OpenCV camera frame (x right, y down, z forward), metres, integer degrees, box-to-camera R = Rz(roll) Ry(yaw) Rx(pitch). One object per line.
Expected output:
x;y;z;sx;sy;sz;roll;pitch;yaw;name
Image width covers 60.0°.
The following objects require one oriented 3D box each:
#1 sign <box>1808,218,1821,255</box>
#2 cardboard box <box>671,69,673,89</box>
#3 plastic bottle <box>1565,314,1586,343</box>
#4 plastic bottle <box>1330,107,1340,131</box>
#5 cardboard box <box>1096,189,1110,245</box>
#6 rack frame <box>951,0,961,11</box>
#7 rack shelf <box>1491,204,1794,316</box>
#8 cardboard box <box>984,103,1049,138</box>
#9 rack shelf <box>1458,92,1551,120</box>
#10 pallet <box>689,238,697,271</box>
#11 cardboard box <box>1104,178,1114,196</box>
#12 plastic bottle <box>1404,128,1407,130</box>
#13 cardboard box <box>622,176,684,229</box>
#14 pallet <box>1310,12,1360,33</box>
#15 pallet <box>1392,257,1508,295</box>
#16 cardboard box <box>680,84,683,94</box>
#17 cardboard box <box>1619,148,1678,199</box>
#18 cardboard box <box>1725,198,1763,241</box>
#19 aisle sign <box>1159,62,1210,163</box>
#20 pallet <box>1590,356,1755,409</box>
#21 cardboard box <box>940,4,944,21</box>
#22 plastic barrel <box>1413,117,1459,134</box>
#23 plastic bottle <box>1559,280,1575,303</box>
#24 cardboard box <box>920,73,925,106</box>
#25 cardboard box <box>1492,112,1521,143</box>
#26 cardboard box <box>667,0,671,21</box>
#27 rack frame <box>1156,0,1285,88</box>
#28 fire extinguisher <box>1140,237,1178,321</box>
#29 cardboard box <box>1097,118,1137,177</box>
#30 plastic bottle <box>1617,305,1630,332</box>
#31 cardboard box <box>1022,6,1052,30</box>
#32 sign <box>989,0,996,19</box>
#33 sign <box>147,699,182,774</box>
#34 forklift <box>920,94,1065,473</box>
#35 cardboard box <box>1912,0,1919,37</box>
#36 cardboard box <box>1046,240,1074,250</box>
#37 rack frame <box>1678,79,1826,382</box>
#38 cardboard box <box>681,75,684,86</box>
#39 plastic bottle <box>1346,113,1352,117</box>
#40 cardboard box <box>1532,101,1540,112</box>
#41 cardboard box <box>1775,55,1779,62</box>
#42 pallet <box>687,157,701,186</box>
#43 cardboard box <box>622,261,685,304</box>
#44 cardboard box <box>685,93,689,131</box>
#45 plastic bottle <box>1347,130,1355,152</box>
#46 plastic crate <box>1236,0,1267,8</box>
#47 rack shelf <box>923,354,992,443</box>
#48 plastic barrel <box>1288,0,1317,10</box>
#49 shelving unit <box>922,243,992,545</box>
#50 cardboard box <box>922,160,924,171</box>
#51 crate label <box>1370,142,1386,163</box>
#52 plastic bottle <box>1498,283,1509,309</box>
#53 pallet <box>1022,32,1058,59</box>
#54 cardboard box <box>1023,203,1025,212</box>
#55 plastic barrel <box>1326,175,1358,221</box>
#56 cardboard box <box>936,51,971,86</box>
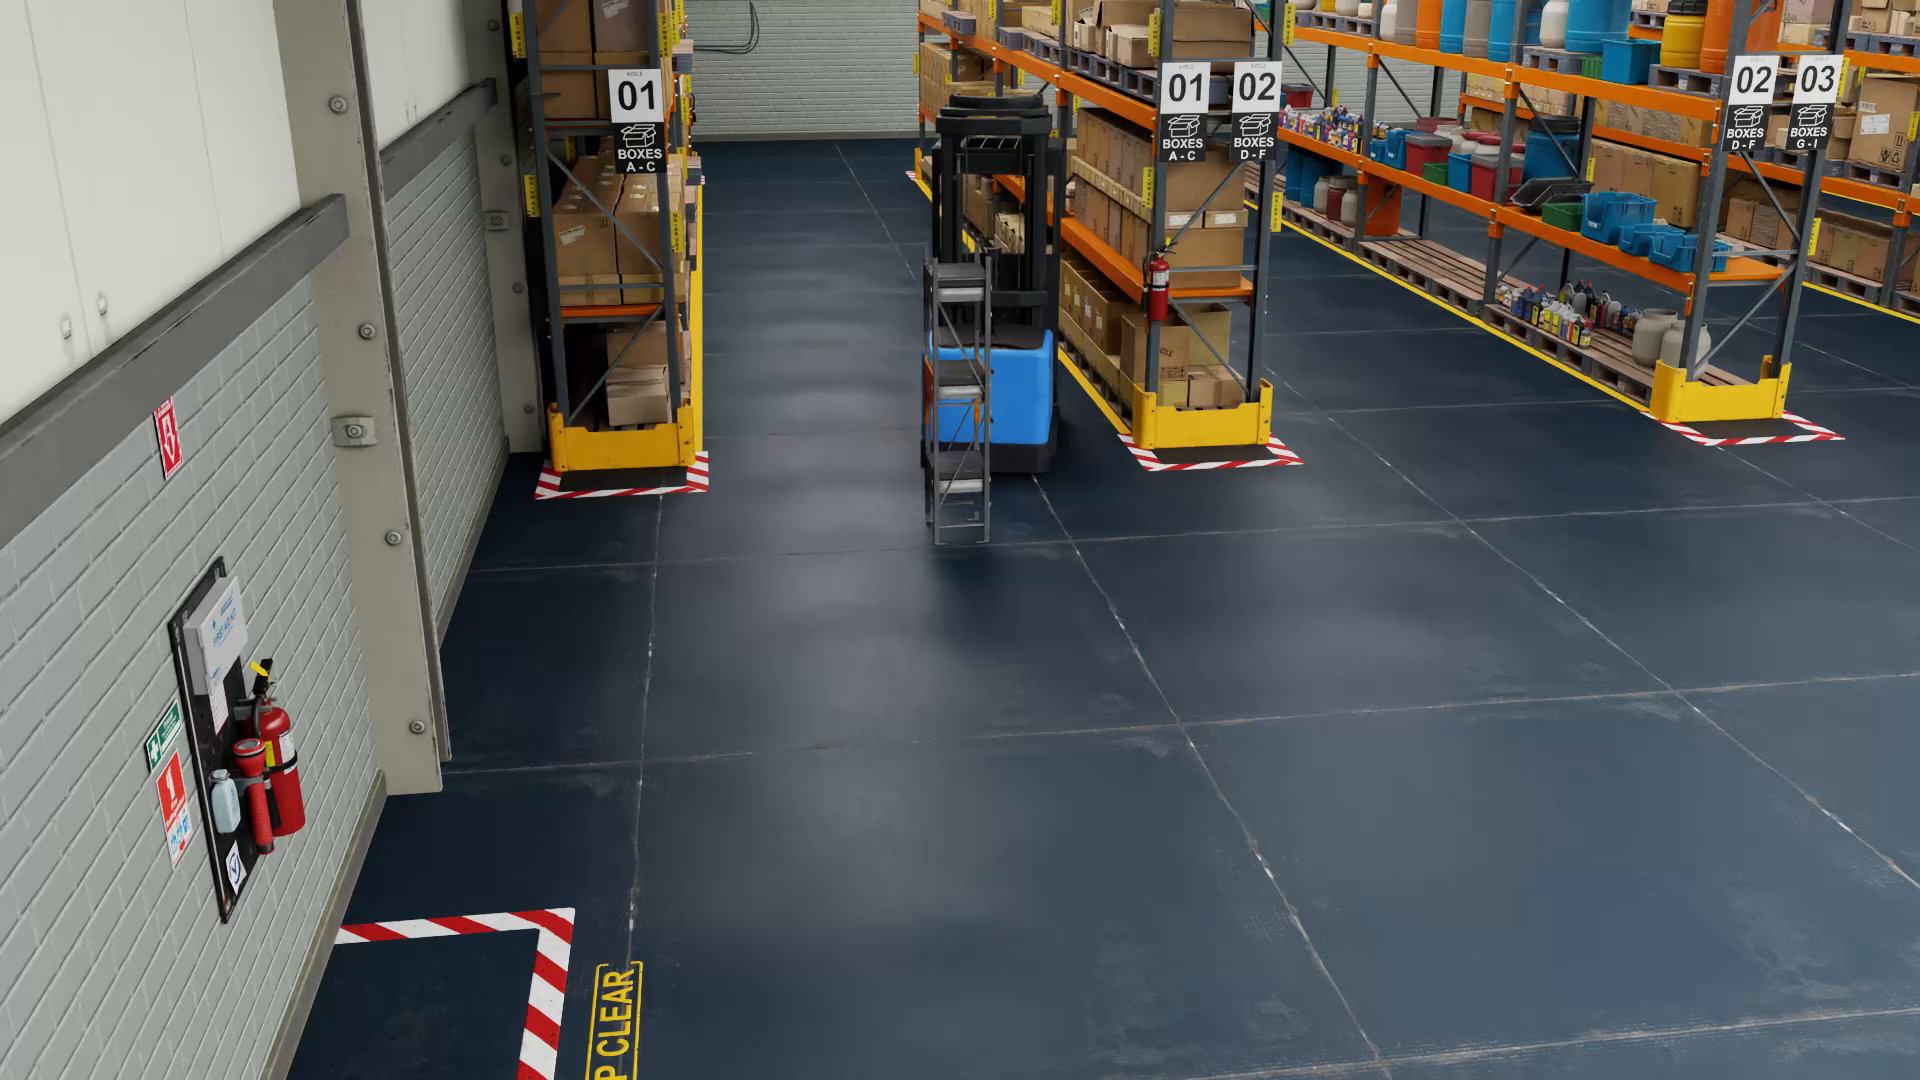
7.546;-2.685;14.723;0.100;0.325;0.005;-3;21;-8;sign
-2.884;-4.348;15.112;0.500;0.500;0.500;-4;21;-10;cardboard box
6.293;-2.162;16.981;0.152;0.276;0.135;-3;21;-7;plastic bottle
5.612;-6.288;24.835;0.144;0.351;0.185;-3;21;-8;plastic bottle
1.743;-3.203;16.362;0.700;0.500;0.500;-3;21;-7;cardboard box
0.369;-9.246;24.110;1.000;3.000;0.127;-3;21;-8;rack frame
6.713;-2.885;16.681;1.077;0.370;4.000;-3;21;-8;rack shelf
0.743;-5.507;21.929;0.700;0.500;0.500;-10;23;-26;cardboard box
9.884;-7.289;28.474;1.077;0.370;4.000;-3;21;-8;rack shelf
-3.995;-3.770;22.008;1.003;0.211;1.213;-3;21;-8;pallet
1.596;-3.378;15.902;0.380;0.149;0.250;-3;21;-8;cardboard box
6.103;-5.527;22.893;0.061;0.283;0.133;-3;21;-8;plastic bottle
-2.790;-3.029;15.154;0.500;0.500;0.500;-2;21;-6;cardboard box
5.647;-7.342;23.569;1.003;0.211;1.213;-3;21;-8;pallet
6.094;-3.301;20.753;1.003;0.211;1.213;-3;21;-8;pallet
-3.920;-5.876;21.992;0.500;0.250;0.500;-3;21;-7;cardboard box
10.549;-5.299;24.554;1.225;0.875;0.875;-3;21;-8;cardboard box
10.865;-4.353;22.528;0.700;0.500;0.500;-4;21;-11;cardboard box
1.818;-3.461;13.480;0.394;0.787;0.004;-3;21;-8;aisle sign
6.832;-1.529;16.007;1.003;0.211;1.213;-3;21;-8;pallet
-0.026;-8.099;25.541;0.500;0.250;0.500;-3;21;-8;cardboard box
6.215;-5.218;21.704;0.600;0.536;0.708;-3;21;-8;plastic barrel
6.660;-2.664;18.218;0.144;0.351;0.185;-3;21;-8;plastic bottle
-0.404;-7.700;28.403;0.500;0.500;0.500;-2;21;-7;cardboard box
9.899;-6.988;29.074;0.875;0.875;0.875;-3;21;-8;cardboard box
-2.863;-4.815;14.933;0.500;0.500;0.500;-4;21;-10;cardboard box
2.099;-5.091;12.986;1.000;3.000;0.127;-3;21;-8;rack frame
1.656;-2.180;13.877;0.296;0.674;0.183;-3;21;-8;fire extinguisher
1.738;-3.819;16.156;0.700;0.500;0.500;-3;21;-8;cardboard box
6.955;-2.324;17.423;0.097;0.271;0.097;0;20;0;plastic bottle
1.067;-6.428;20.467;0.500;0.250;0.500;-4;21;-12;cardboard box
0.408;-6.671;20.765;0.100;0.325;0.005;-3;21;-8;sign
-2.590;0.636;5.417;0.001;0.109;0.331;-3;21;-8;sign
0.331;-2.386;14.415;1.130;2.935;3.031;2;21;5;forklift
11.356;-5.982;18.911;0.797;0.503;0.637;-4;21;-10;cardboard box
1.029;-3.316;19.334;0.500;0.311;0.500;-3;21;-8;cardboard box
7.001;-2.529;14.701;1.000;3.000;0.127;-3;21;-8;rack frame
-4.148;-6.405;23.409;0.500;0.250;0.500;-2;21;-7;cardboard box
5.773;-6.205;24.719;0.152;0.276;0.135;-3;21;-8;plastic bottle
9.693;-7.172;27.491;0.380;0.149;0.250;-3;21;-7;cardboard box
14.453;-8.664;29.130;0.500;0.500;0.500;-3;21;-9;cardboard box
-3.748;-4.468;20.167;1.213;0.211;1.003;-3;21;-8;pallet
-2.559;-2.154;13.881;0.500;0.250;0.500;-4;21;-9;cardboard box
-4.594;-6.514;24.940;0.980;0.700;0.700;-3;21;-7;cardboard box
5.334;-5.443;22.669;0.061;0.283;0.133;-3;21;-8;plastic bottle
4.709;-8.636;26.933;0.437;0.282;0.530;-3;21;-8;plastic crate
-0.024;-1.028;12.007;0.431;0.518;0.480;-3;21;-8;rack shelf
5.099;-8.155;24.681;0.433;0.535;0.433;0;20;0;plastic barrel
-0.024;-1.041;12.002;0.431;2.100;0.503;-3;21;-8;shelving unit
-0.451;-6.450;28.620;0.380;0.166;0.250;-3;21;-8;cardboard box
5.538;-5.056;21.705;0.303;0.233;0.416;-3;21;-8;crate label
6.037;-2.710;18.455;0.097;0.271;0.097;0;20;0;plastic bottle
1.296;-5.750;19.307;1.003;0.211;1.213;-2;21;-5;pallet
1.082;-4.439;22.757;0.500;0.500;0.500;-4;21;-10;cardboard box
5.598;-4.926;23.964;0.600;0.588;0.708;-3;21;-8;plastic barrel
-0.109;-7.465;26.343;0.500;0.500;0.500;-3;21;-7;cardboard box
